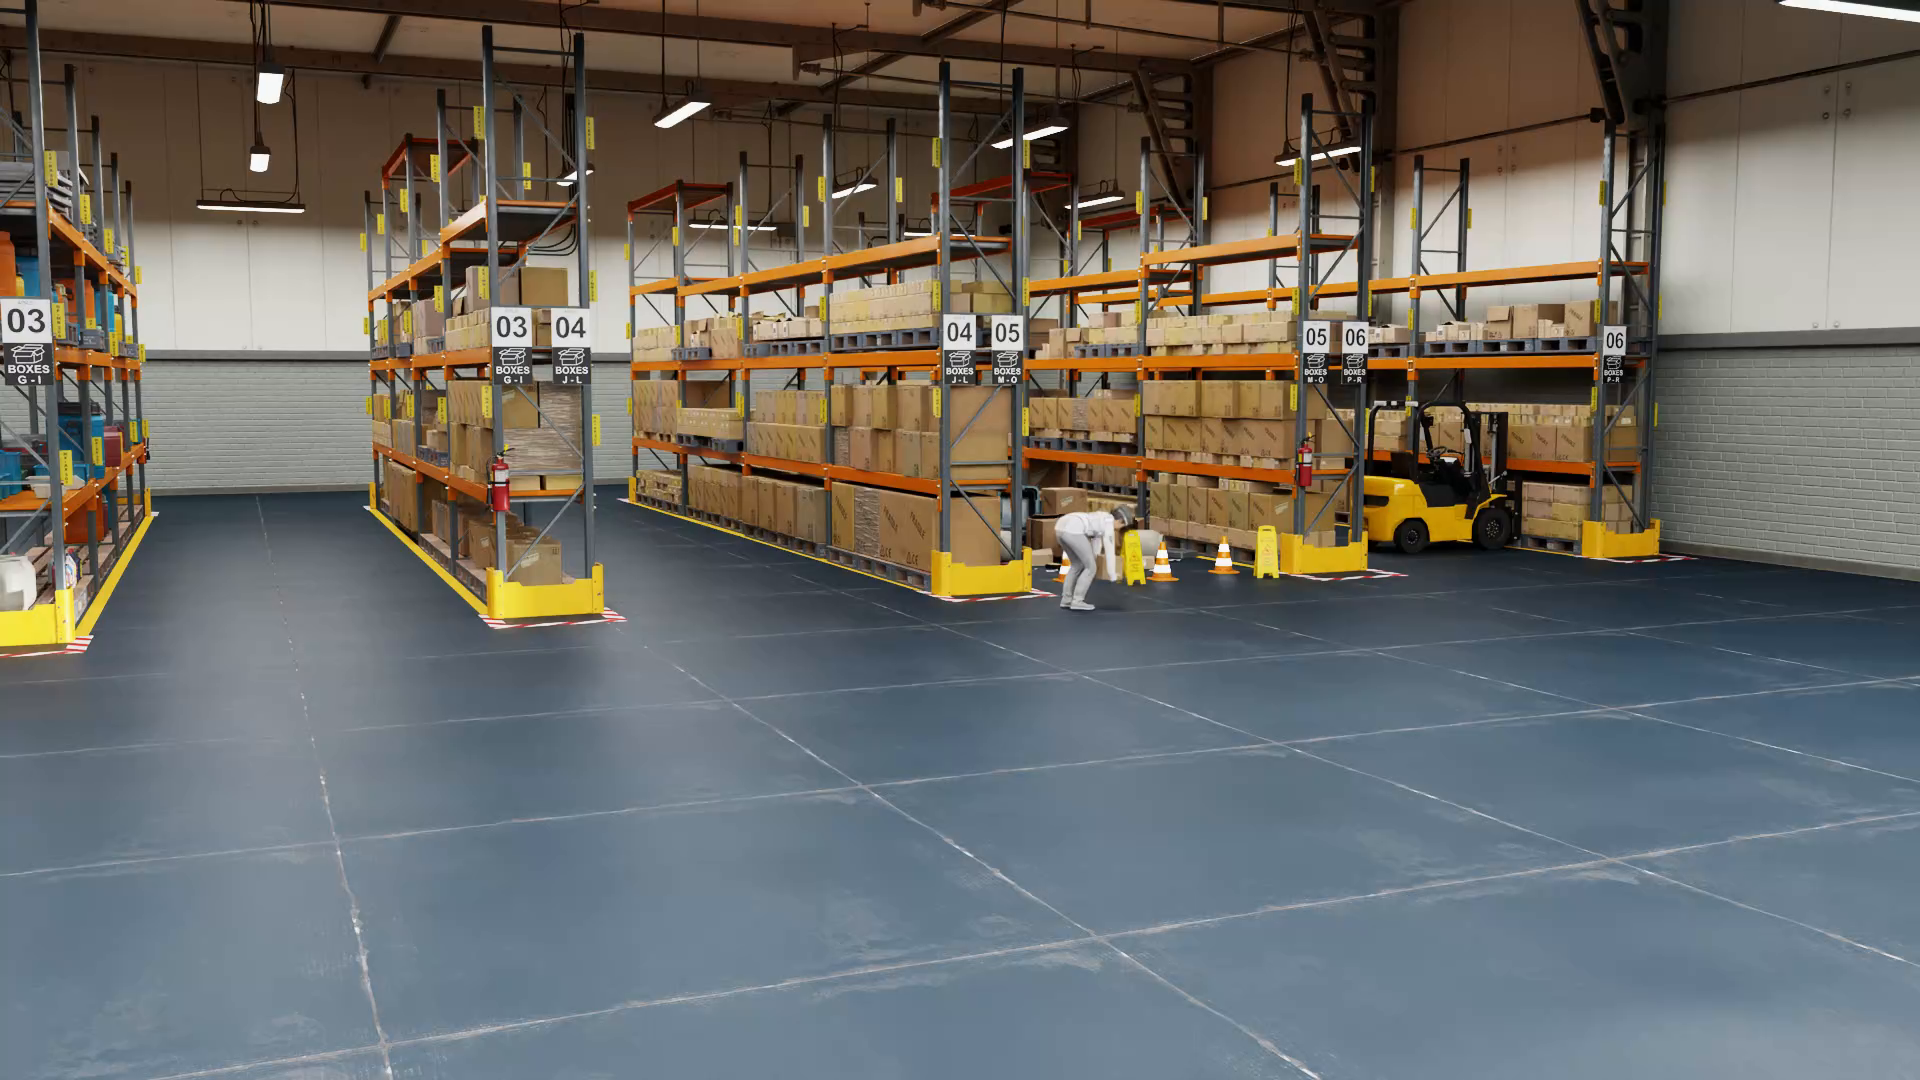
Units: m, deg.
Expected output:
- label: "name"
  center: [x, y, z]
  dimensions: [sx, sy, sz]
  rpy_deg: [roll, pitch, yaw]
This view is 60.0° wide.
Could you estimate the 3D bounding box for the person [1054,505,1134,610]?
- label: "person"
  center: [1.464, 0.185, 17.998]
  dimensions: [0.926, 1.108, 0.417]
  rpy_deg: [-3, 6, -26]
